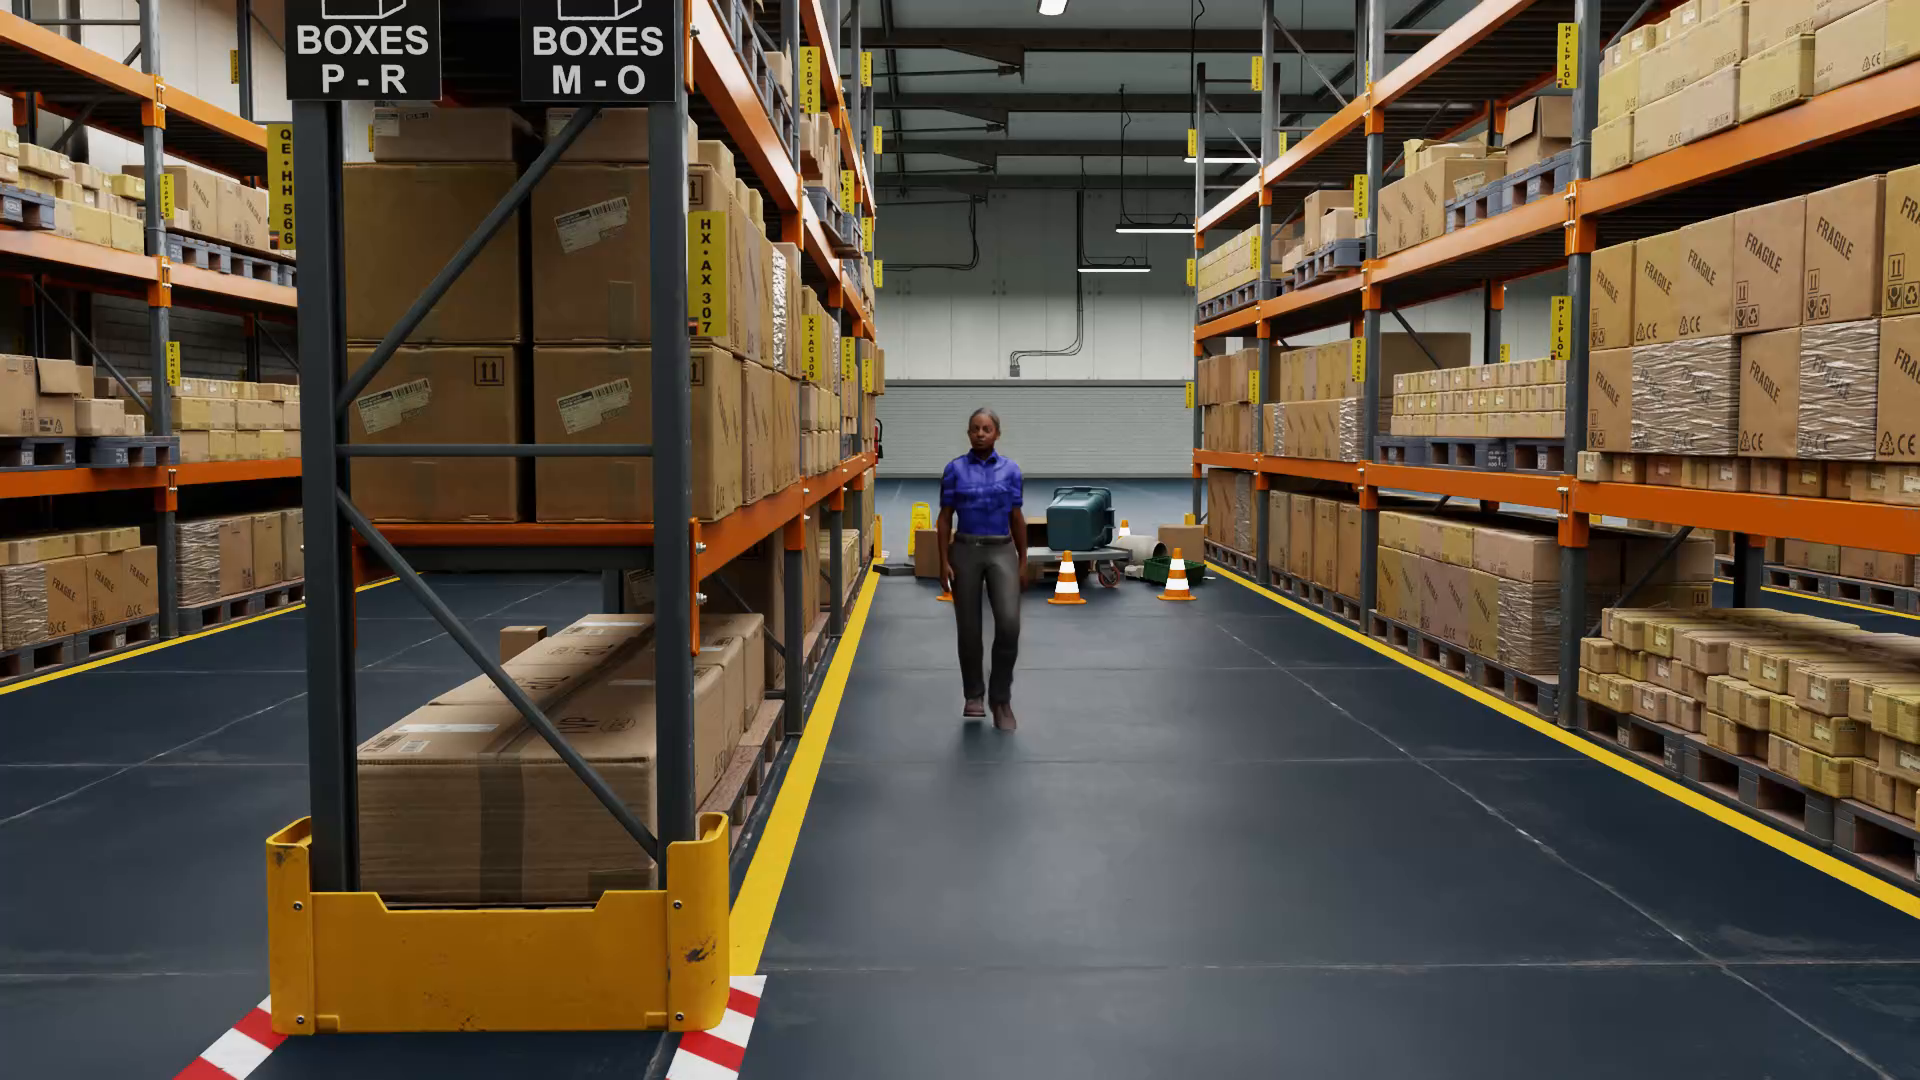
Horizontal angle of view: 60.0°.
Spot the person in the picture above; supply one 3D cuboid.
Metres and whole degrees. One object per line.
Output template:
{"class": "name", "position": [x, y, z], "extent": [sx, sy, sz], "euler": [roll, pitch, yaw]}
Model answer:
{"class": "person", "position": [0.122, 0.163, 8.791], "extent": [0.484, 1.721, 0.512], "euler": [0, 4, 2]}
